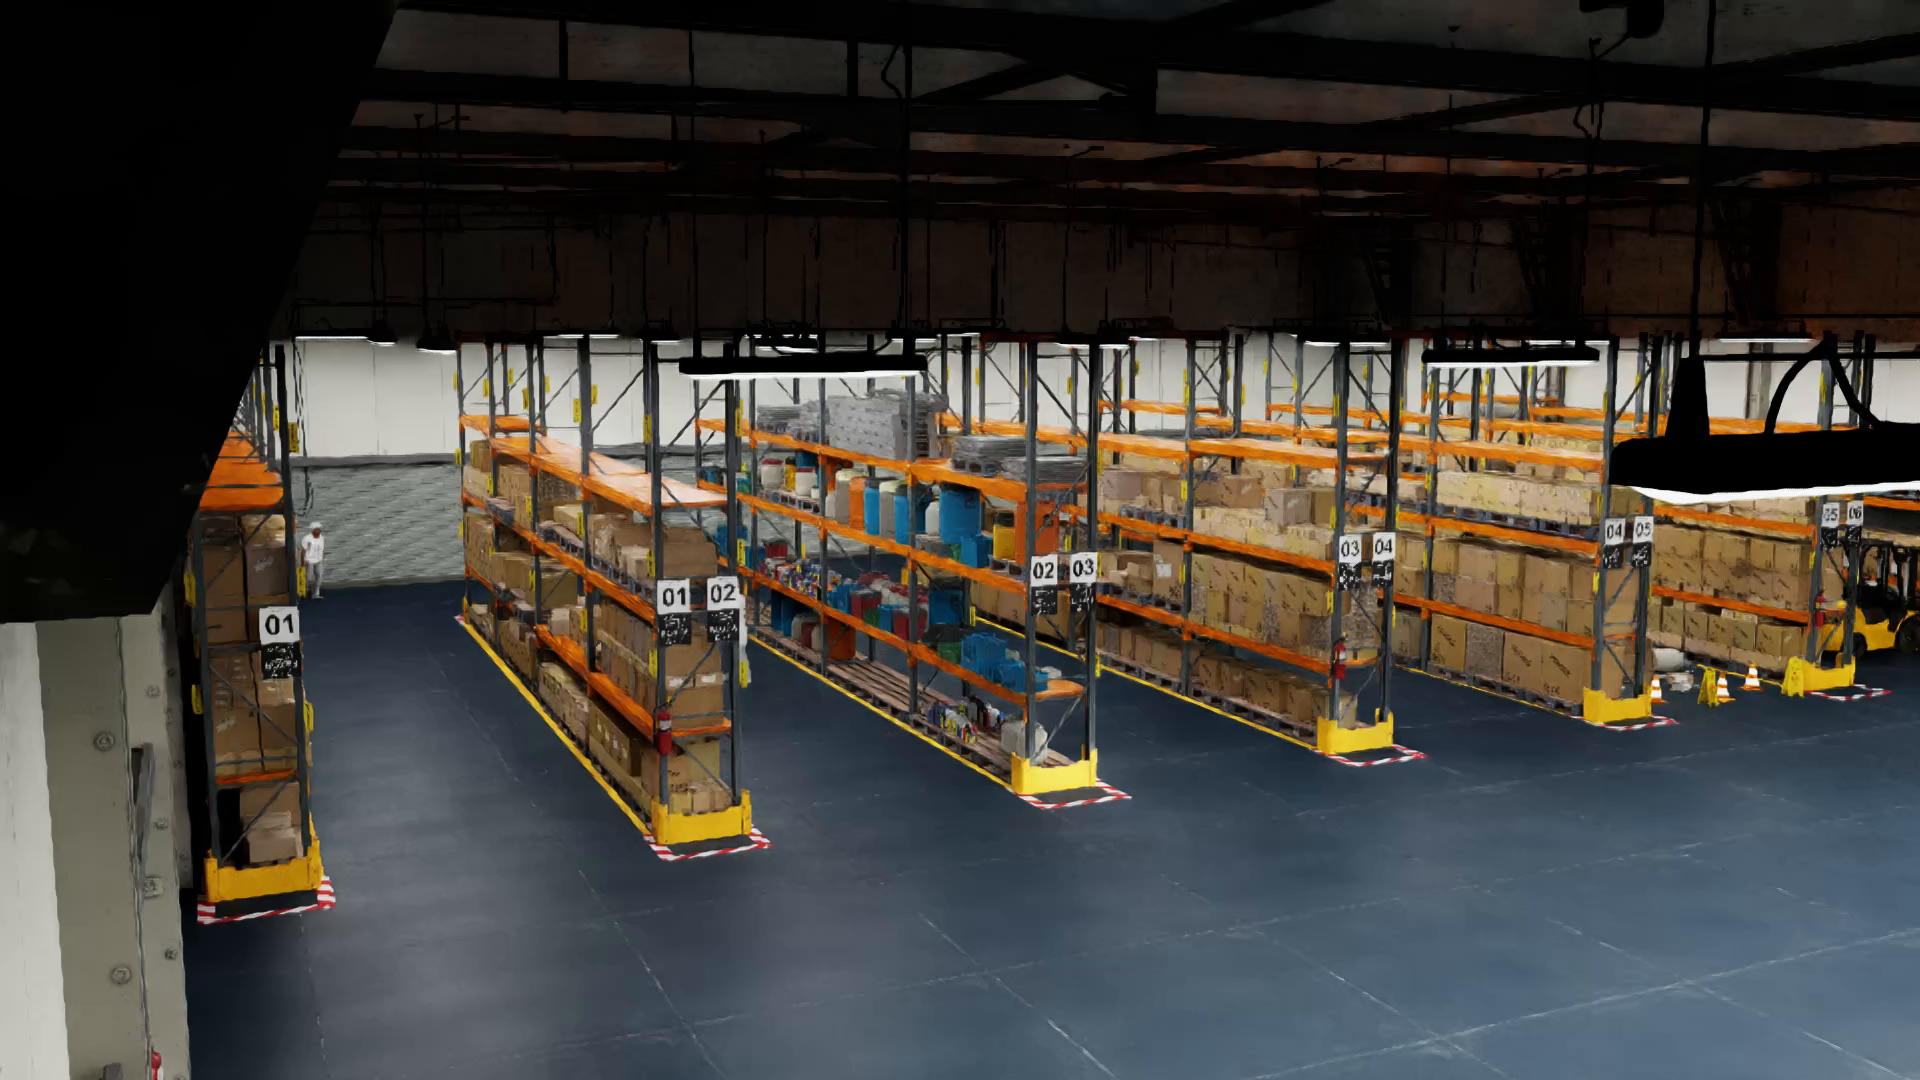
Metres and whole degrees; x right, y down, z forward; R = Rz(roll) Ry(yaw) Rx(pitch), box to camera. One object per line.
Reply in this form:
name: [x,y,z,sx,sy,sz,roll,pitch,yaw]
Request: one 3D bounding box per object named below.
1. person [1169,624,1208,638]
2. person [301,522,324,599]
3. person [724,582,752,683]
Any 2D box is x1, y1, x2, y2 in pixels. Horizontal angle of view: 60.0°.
person: [4.480,1.106,32.844,0.446,1.590,1.109,-3,8,-22]
person: [-14.506,0.455,37.207,0.579,1.754,0.612,5,9,30]
person: [-3.904,1.576,28.700,0.635,1.764,0.685,0,8,1]
